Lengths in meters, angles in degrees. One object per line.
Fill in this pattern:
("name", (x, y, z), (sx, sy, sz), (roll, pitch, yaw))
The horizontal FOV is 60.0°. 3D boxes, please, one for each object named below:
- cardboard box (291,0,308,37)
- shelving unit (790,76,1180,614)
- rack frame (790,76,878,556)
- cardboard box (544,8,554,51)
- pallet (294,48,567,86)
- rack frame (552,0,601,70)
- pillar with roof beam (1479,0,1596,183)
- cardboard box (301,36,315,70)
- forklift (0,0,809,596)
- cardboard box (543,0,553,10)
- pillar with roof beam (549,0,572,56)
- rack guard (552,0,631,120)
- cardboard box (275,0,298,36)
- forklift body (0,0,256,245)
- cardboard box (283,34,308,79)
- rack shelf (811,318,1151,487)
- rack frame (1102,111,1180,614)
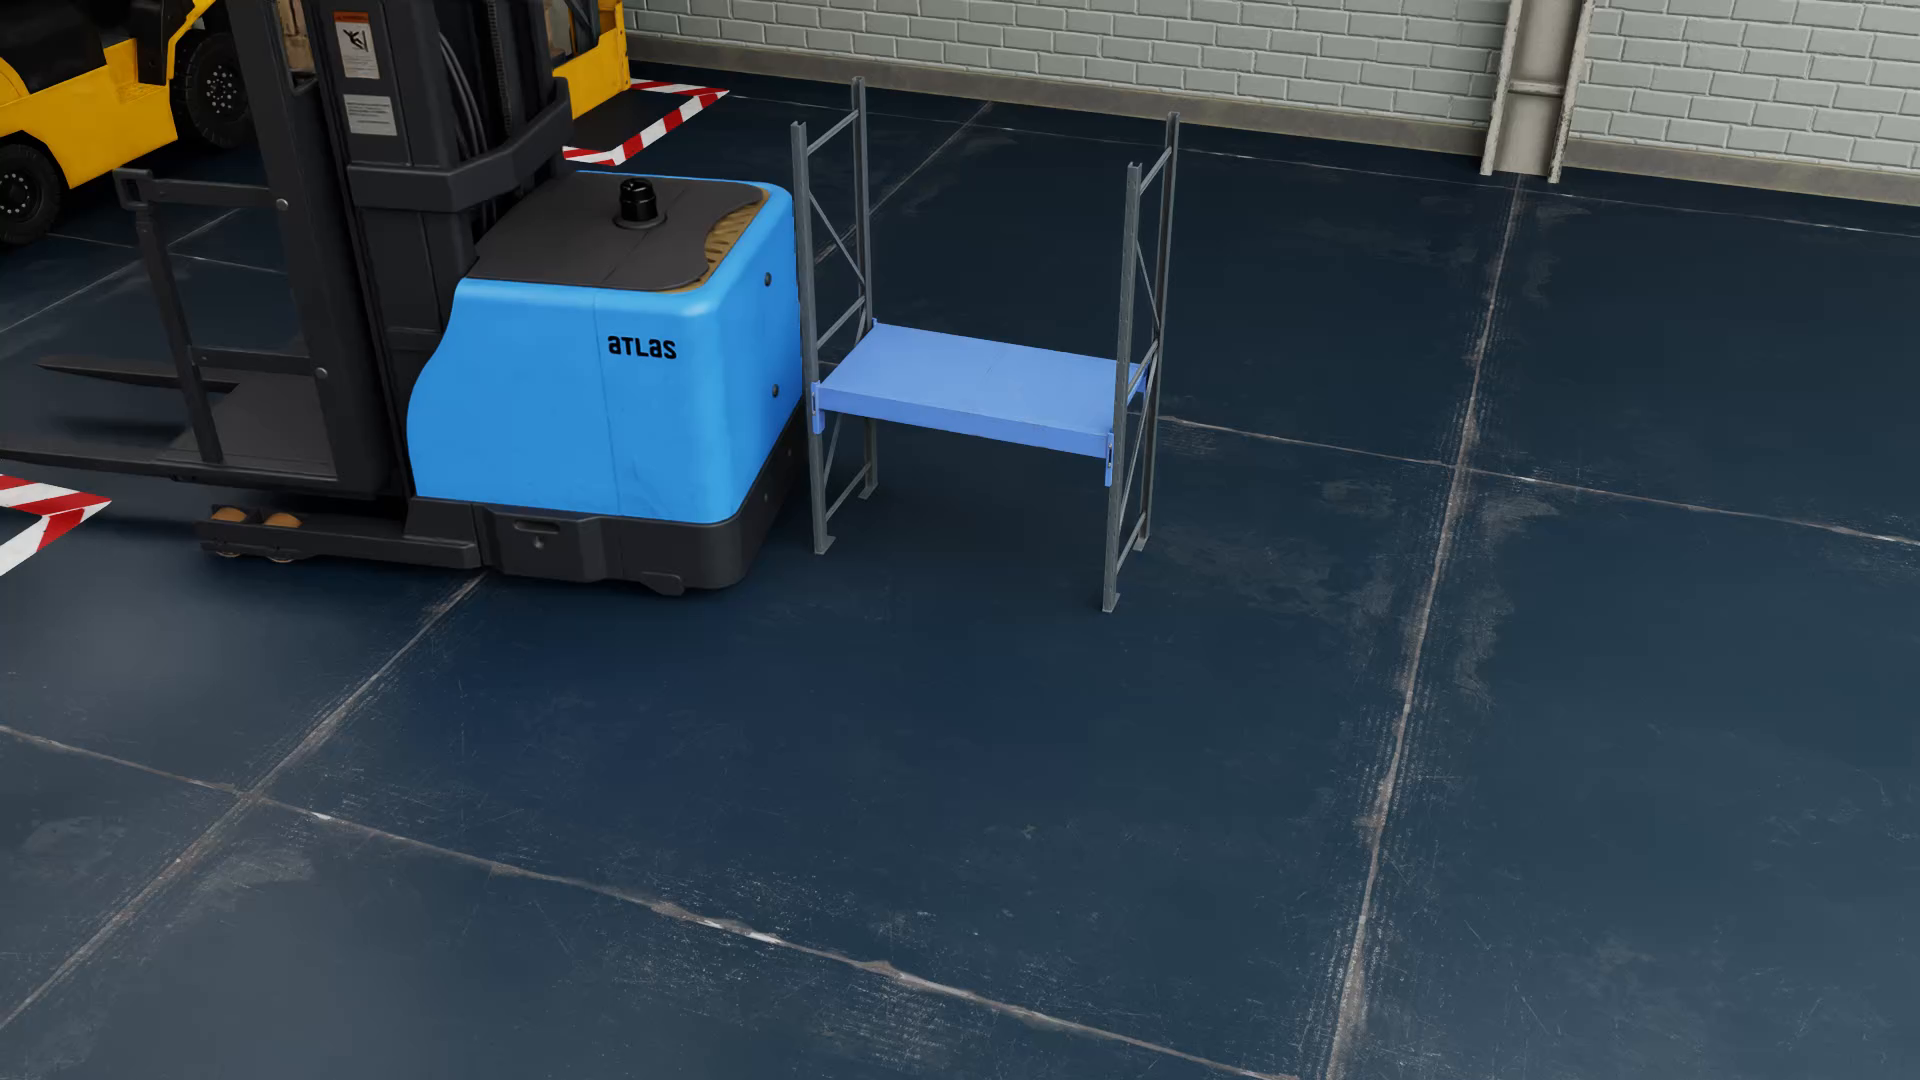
("cardboard box", (-3.365, -2.990, 9.302), (0.500, 0.250, 0.500), (11, 34, 16))
("shelving unit", (0.080, -0.614, 5.319), (1.048, 1.500, 0.538), (11, 34, 16))
("rack frame", (-0.398, -0.707, 5.463), (0.032, 1.500, 0.500), (11, 34, 16))
("cardboard box", (-2.729, -2.943, 9.690), (0.500, 0.250, 0.500), (11, 34, 17))
("pallet", (-3.067, -2.679, 9.705), (1.213, 0.211, 1.003), (11, 34, 16))
("rack frame", (-2.333, -3.732, 8.765), (0.127, 3.000, 1.000), (11, 34, 16))
("pillar with roof beam", (1.512, -3.544, 2.942), (0.400, 9.000, 9.100), (11, 34, 16))
("cardboard box", (-3.347, -2.774, 9.428), (0.500, 0.250, 0.500), (11, 34, 16))
("forklift", (-2.116, -1.429, 5.261), (3.031, 2.935, 1.130), (6, 33, 9))
("cardboard box", (-2.705, -3.155, 9.558), (0.500, 0.250, 0.500), (12, 35, 17))
("pillar with roof beam", (-4.137, -4.642, 4.643), (0.400, 9.000, 9.100), (11, 34, 16))
("rack guard", (-2.310, -2.677, 9.436), (0.348, 0.500, 1.175), (11, 34, 16))
("cardboard box", (-3.858, -3.074, 9.432), (0.500, 0.250, 0.500), (10, 34, 15))
("forklift body", (-4.733, -2.791, 8.089), (1.214, 2.155, 2.313), (11, 34, 16))
("cardboard box", (-3.815, -2.870, 9.577), (0.500, 0.250, 0.500), (11, 35, 17))
("rack shelf", (0.080, -0.463, 5.417), (1.000, 0.185, 0.538), (11, 34, 16))
("rack frame", (0.559, -0.521, 5.175), (0.032, 1.500, 0.500), (11, 34, 16))
